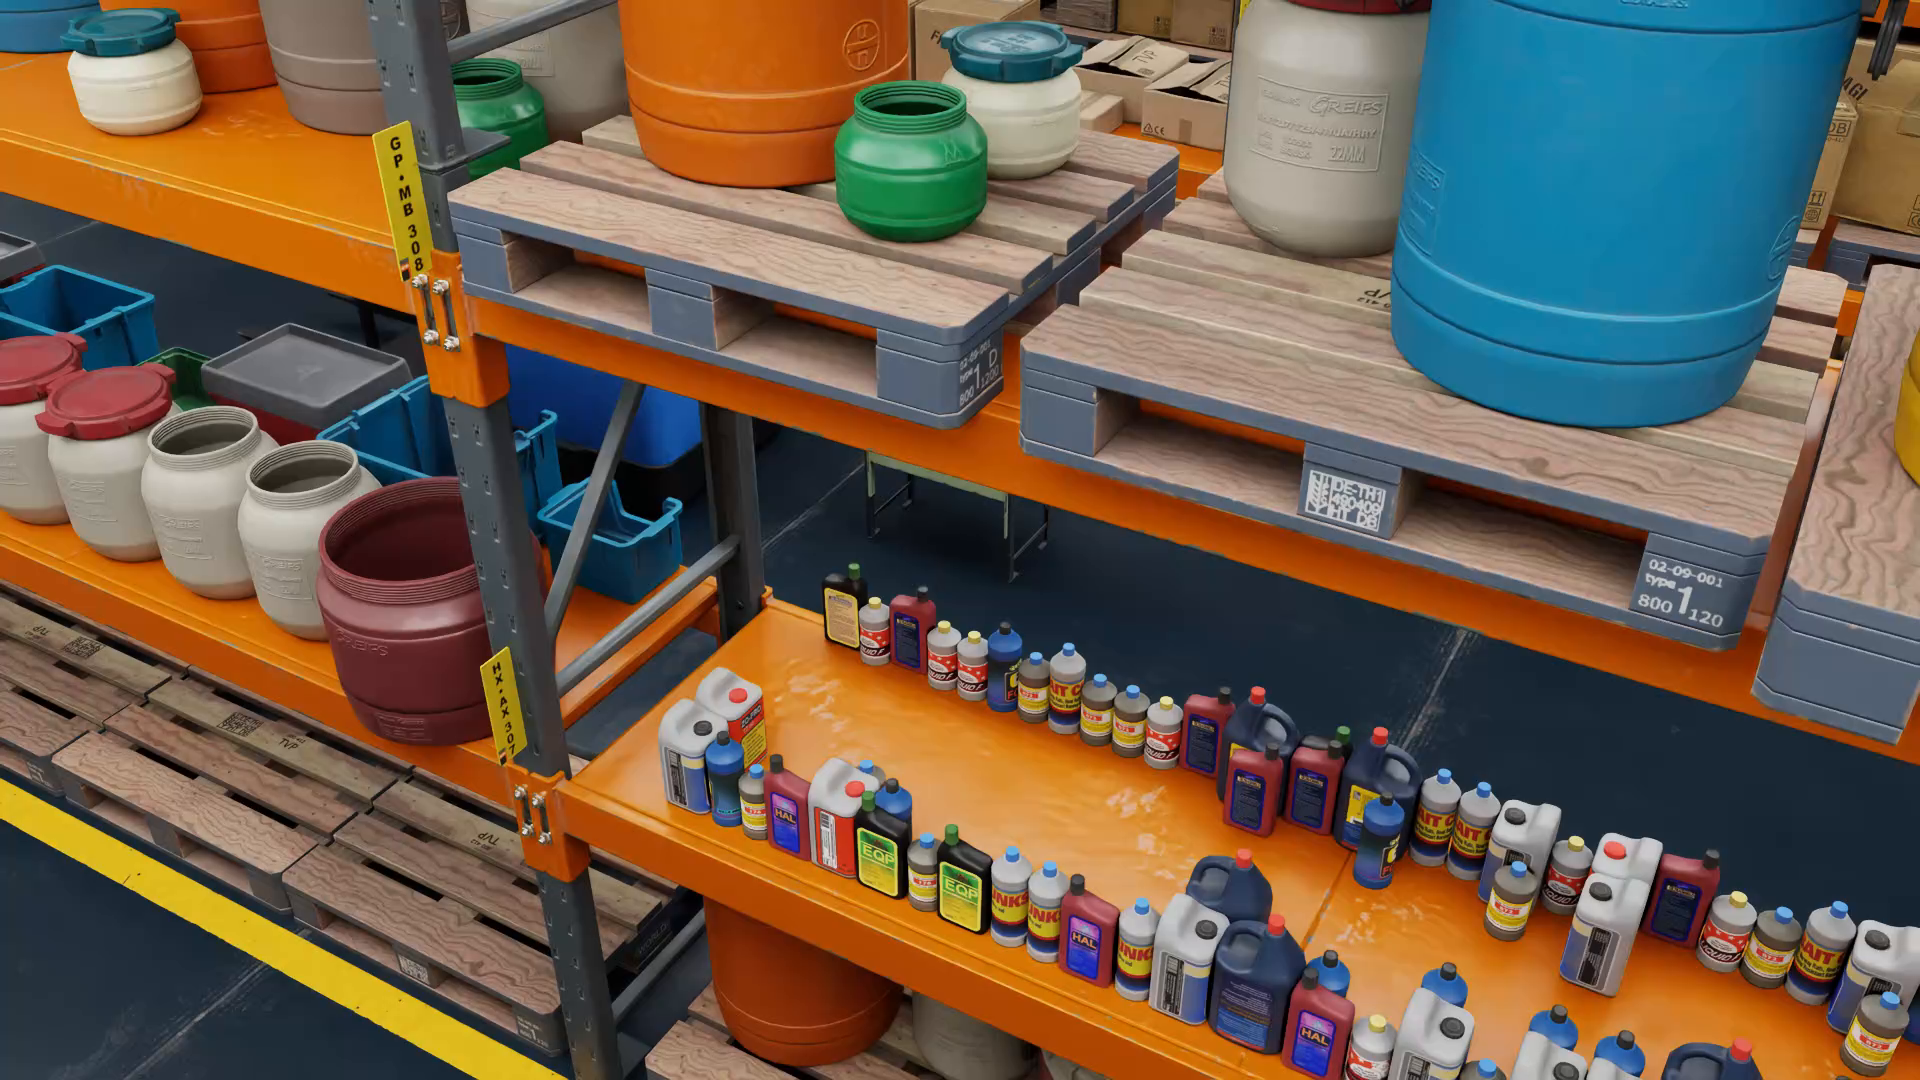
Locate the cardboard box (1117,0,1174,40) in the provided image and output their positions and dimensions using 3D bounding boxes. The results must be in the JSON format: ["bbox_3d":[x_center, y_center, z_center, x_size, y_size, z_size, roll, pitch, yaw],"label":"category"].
[{"bbox_3d":[1.665,-4.469,13.613,0.500,0.500,0.700,17,37,23],"label":"cardboard box"}]

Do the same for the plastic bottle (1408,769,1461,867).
[{"bbox_3d":[1.184,0.682,4.136,0.097,0.271,0.097,0,34,0],"label":"plastic bottle"}]

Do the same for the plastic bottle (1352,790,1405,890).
[{"bbox_3d":[1.028,0.724,4.072,0.097,0.271,0.097,0,34,0],"label":"plastic bottle"}]

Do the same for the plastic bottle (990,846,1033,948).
[{"bbox_3d":[0.121,0.829,3.914,0.097,0.271,0.097,0,34,0],"label":"plastic bottle"}]

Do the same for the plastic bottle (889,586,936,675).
[{"bbox_3d":[-0.136,0.247,4.778,0.133,0.283,0.061,18,37,24],"label":"plastic bottle"}]

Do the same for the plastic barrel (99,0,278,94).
[{"bbox_3d":[-2.072,-1.709,4.516,0.708,0.830,0.600,18,37,24],"label":"plastic barrel"}]

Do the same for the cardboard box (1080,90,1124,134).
[{"bbox_3d":[0.644,-2.164,8.519,0.250,0.149,0.380,18,37,24],"label":"cardboard box"}]

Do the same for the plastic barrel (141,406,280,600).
[{"bbox_3d":[-2.264,-0.114,5.113,0.421,0.512,0.421,0,34,0],"label":"plastic barrel"}]

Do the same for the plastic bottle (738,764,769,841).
[{"bbox_3d":[-0.512,0.658,4.235,0.097,0.201,0.097,0,34,0],"label":"plastic bottle"}]

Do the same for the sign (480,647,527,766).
[{"bbox_3d":[-1.166,0.428,4.254,0.005,0.325,0.100,18,37,24],"label":"sign"}]

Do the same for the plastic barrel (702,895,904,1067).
[{"bbox_3d":[-0.466,1.084,4.995,0.708,0.830,0.600,18,37,24],"label":"plastic barrel"}]

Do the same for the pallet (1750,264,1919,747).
[{"bbox_3d":[1.845,-0.010,2.522,1.003,0.211,1.213,18,37,24],"label":"pallet"}]

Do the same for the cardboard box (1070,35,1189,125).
[{"bbox_3d":[0.882,-2.456,8.812,0.500,0.311,0.500,17,37,24],"label":"cardboard box"}]

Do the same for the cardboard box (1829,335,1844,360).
[{"bbox_3d":[3.868,-1.034,7.778,0.500,0.250,0.500,18,38,24],"label":"cardboard box"}]

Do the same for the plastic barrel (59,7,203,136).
[{"bbox_3d":[-2.119,-1.199,4.263,0.301,0.262,0.301,0,34,0],"label":"plastic barrel"}]

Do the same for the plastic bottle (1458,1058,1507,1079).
[{"bbox_3d":[1.085,1.164,3.475,0.097,0.201,0.097,0,34,0],"label":"plastic bottle"}]

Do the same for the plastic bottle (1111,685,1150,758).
[{"bbox_3d":[0.463,0.482,4.499,0.097,0.201,0.097,0,34,0],"label":"plastic bottle"}]

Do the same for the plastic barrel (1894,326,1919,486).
[{"bbox_3d":[1.681,-0.326,2.278,0.600,0.588,0.600,0,34,0],"label":"plastic barrel"}]

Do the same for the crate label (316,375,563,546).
[{"bbox_3d":[-1.627,-0.189,5.296,0.616,0.435,0.502,18,37,24],"label":"crate label"}]

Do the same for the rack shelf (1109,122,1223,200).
[{"bbox_3d":[-0.174,-2.404,9.303,4.000,0.370,1.077,18,37,24],"label":"rack shelf"}]

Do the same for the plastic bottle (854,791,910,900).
[{"bbox_3d":[-0.188,0.738,4.041,0.133,0.283,0.061,18,37,24],"label":"plastic bottle"}]

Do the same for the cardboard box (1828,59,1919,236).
[{"bbox_3d":[4.106,-1.667,7.077,0.500,0.500,0.700,24,41,32],"label":"cardboard box"}]

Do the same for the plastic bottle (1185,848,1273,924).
[{"bbox_3d":[0.616,0.841,3.825,0.185,0.351,0.144,18,37,24],"label":"plastic bottle"}]

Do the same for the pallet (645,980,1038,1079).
[{"bbox_3d":[-0.194,1.586,5.177,1.213,0.211,1.003,18,37,24],"label":"pallet"}]

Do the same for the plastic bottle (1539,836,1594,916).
[{"bbox_3d":[1.470,0.801,4.020,0.097,0.201,0.097,0,34,0],"label":"plastic bottle"}]

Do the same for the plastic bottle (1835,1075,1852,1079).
[{"bbox_3d":[1.685,1.185,3.309,0.185,0.351,0.144,18,37,24],"label":"plastic bottle"}]

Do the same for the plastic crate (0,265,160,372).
[{"bbox_3d":[-3.260,-0.711,6.126,0.575,0.384,0.392,18,37,24],"label":"plastic crate"}]

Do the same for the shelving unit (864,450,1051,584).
[{"bbox_3d":[-0.006,-0.626,7.337,0.755,1.500,0.431,18,37,24],"label":"shelving unit"}]

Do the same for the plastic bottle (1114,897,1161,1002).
[{"bbox_3d":[0.406,0.920,3.779,0.097,0.271,0.097,0,34,0],"label":"plastic bottle"}]

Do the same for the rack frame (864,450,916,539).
[{"bbox_3d":[-0.324,-0.727,7.488,0.023,1.500,0.400,18,37,24],"label":"rack frame"}]

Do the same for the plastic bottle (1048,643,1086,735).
[{"bbox_3d":[0.294,0.399,4.560,0.097,0.271,0.097,0,34,0],"label":"plastic bottle"}]

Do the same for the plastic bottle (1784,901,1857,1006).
[{"bbox_3d":[1.956,0.926,3.769,0.097,0.271,0.097,0,34,0],"label":"plastic bottle"}]

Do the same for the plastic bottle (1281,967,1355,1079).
[{"bbox_3d":[0.775,1.043,3.583,0.133,0.283,0.061,18,37,24],"label":"plastic bottle"}]

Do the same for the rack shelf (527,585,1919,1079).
[{"bbox_3d":[0.838,1.078,4.073,4.000,0.370,1.077,18,37,24],"label":"rack shelf"}]

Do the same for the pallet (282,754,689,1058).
[{"bbox_3d":[-1.552,1.158,5.821,1.213,0.211,1.003,18,37,24],"label":"pallet"}]

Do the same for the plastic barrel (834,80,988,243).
[{"bbox_3d":[-0.093,-0.728,3.191,0.294,0.245,0.294,0,34,0],"label":"plastic barrel"}]

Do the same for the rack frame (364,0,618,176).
[{"bbox_3d":[-0.899,-2.268,3.037,0.127,3.000,1.000,18,37,24],"label":"rack frame"}]

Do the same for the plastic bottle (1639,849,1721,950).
[{"bbox_3d":[1.696,0.827,3.907,0.133,0.283,0.061,18,37,24],"label":"plastic bottle"}]

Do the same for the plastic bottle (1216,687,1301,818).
[{"bbox_3d":[0.774,0.533,4.287,0.185,0.351,0.144,18,37,24],"label":"plastic bottle"}]

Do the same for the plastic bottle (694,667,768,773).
[{"bbox_3d":[-0.608,0.482,4.432,0.135,0.276,0.152,18,37,24],"label":"plastic bottle"}]

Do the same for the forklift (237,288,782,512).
[{"bbox_3d":[-2.450,-1.929,8.003,3.031,2.935,1.130,17,37,24],"label":"forklift"}]

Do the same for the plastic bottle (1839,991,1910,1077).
[{"bbox_3d":[1.998,1.066,3.623,0.097,0.201,0.097,0,34,0],"label":"plastic bottle"}]

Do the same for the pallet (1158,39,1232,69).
[{"bbox_3d":[2.284,-3.930,13.461,1.213,0.211,1.003,18,37,24],"label":"pallet"}]

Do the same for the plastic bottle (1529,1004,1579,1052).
[{"bbox_3d":[1.245,1.088,3.525,0.097,0.271,0.097,0,34,0],"label":"plastic bottle"}]

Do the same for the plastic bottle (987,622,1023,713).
[{"bbox_3d":[0.124,0.346,4.640,0.097,0.271,0.097,0,34,0],"label":"plastic bottle"}]
